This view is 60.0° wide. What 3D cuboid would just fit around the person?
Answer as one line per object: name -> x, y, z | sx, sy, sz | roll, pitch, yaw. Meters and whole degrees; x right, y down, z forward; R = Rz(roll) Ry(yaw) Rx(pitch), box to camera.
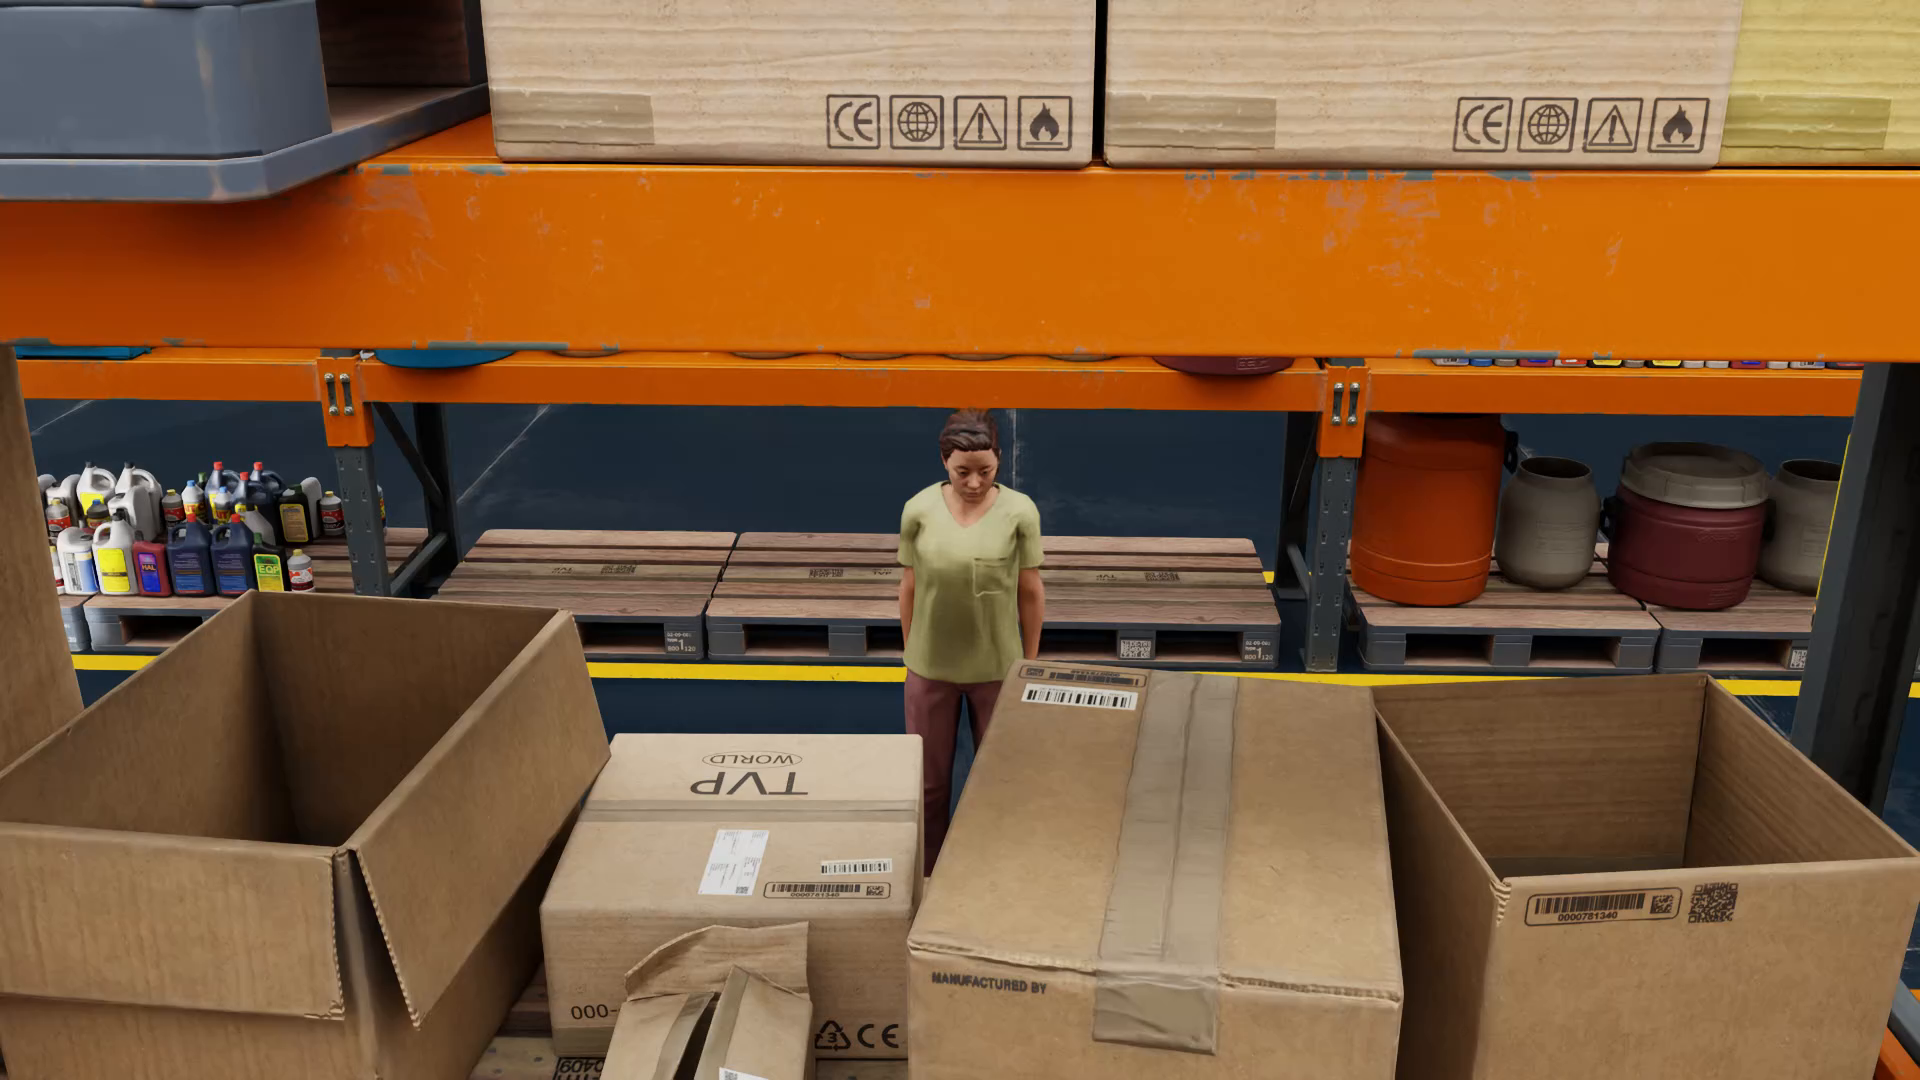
person -> 0.031, 0.395, 5.067 | 0.447, 1.674, 0.363 | 1, 21, 3
